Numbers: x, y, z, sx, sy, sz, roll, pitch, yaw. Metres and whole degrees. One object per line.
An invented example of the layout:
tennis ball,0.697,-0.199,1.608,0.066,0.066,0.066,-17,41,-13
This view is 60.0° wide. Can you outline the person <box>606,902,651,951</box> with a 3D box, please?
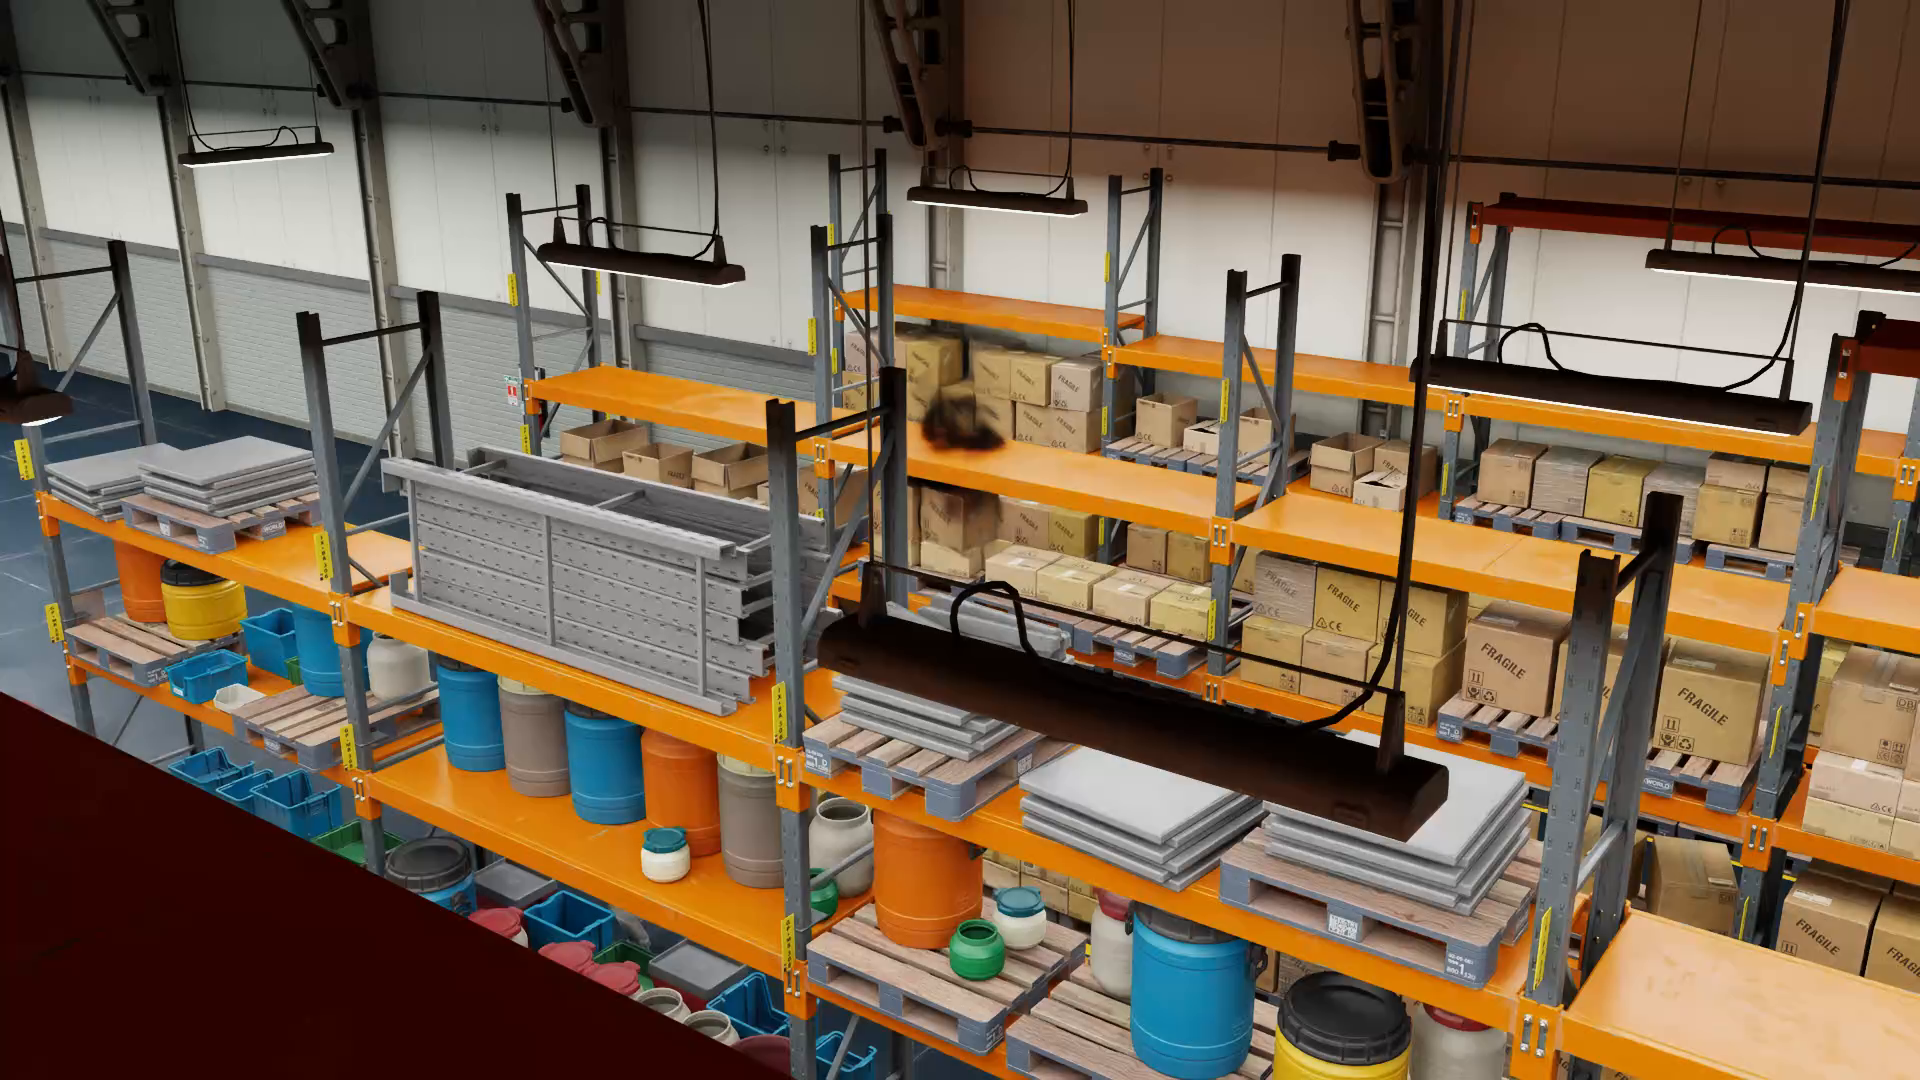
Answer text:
person,-2.951,2.702,14.258,0.651,1.736,0.639,9,20,25
